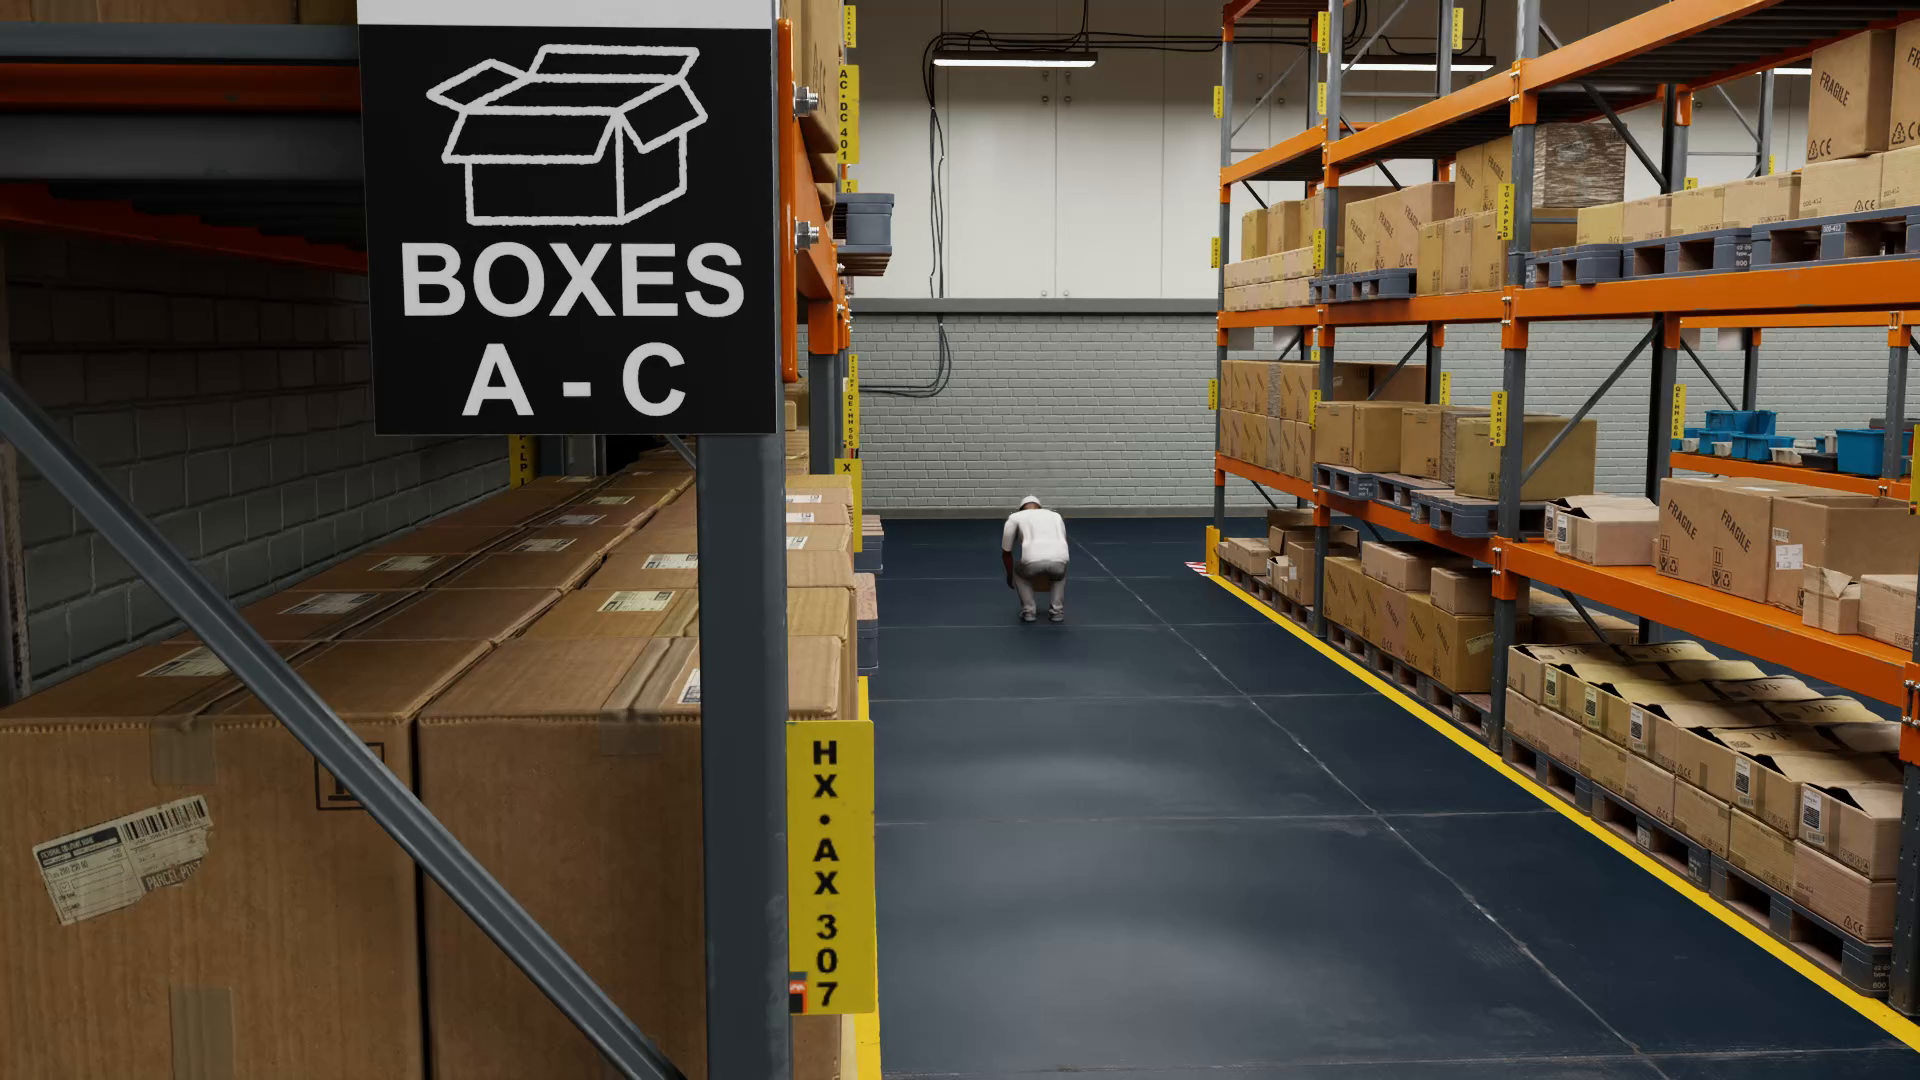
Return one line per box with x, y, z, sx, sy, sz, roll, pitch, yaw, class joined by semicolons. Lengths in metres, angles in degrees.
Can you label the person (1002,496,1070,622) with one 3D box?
0.689;0.169;15.090;0.599;1.091;0.867;0;7;-4;person
